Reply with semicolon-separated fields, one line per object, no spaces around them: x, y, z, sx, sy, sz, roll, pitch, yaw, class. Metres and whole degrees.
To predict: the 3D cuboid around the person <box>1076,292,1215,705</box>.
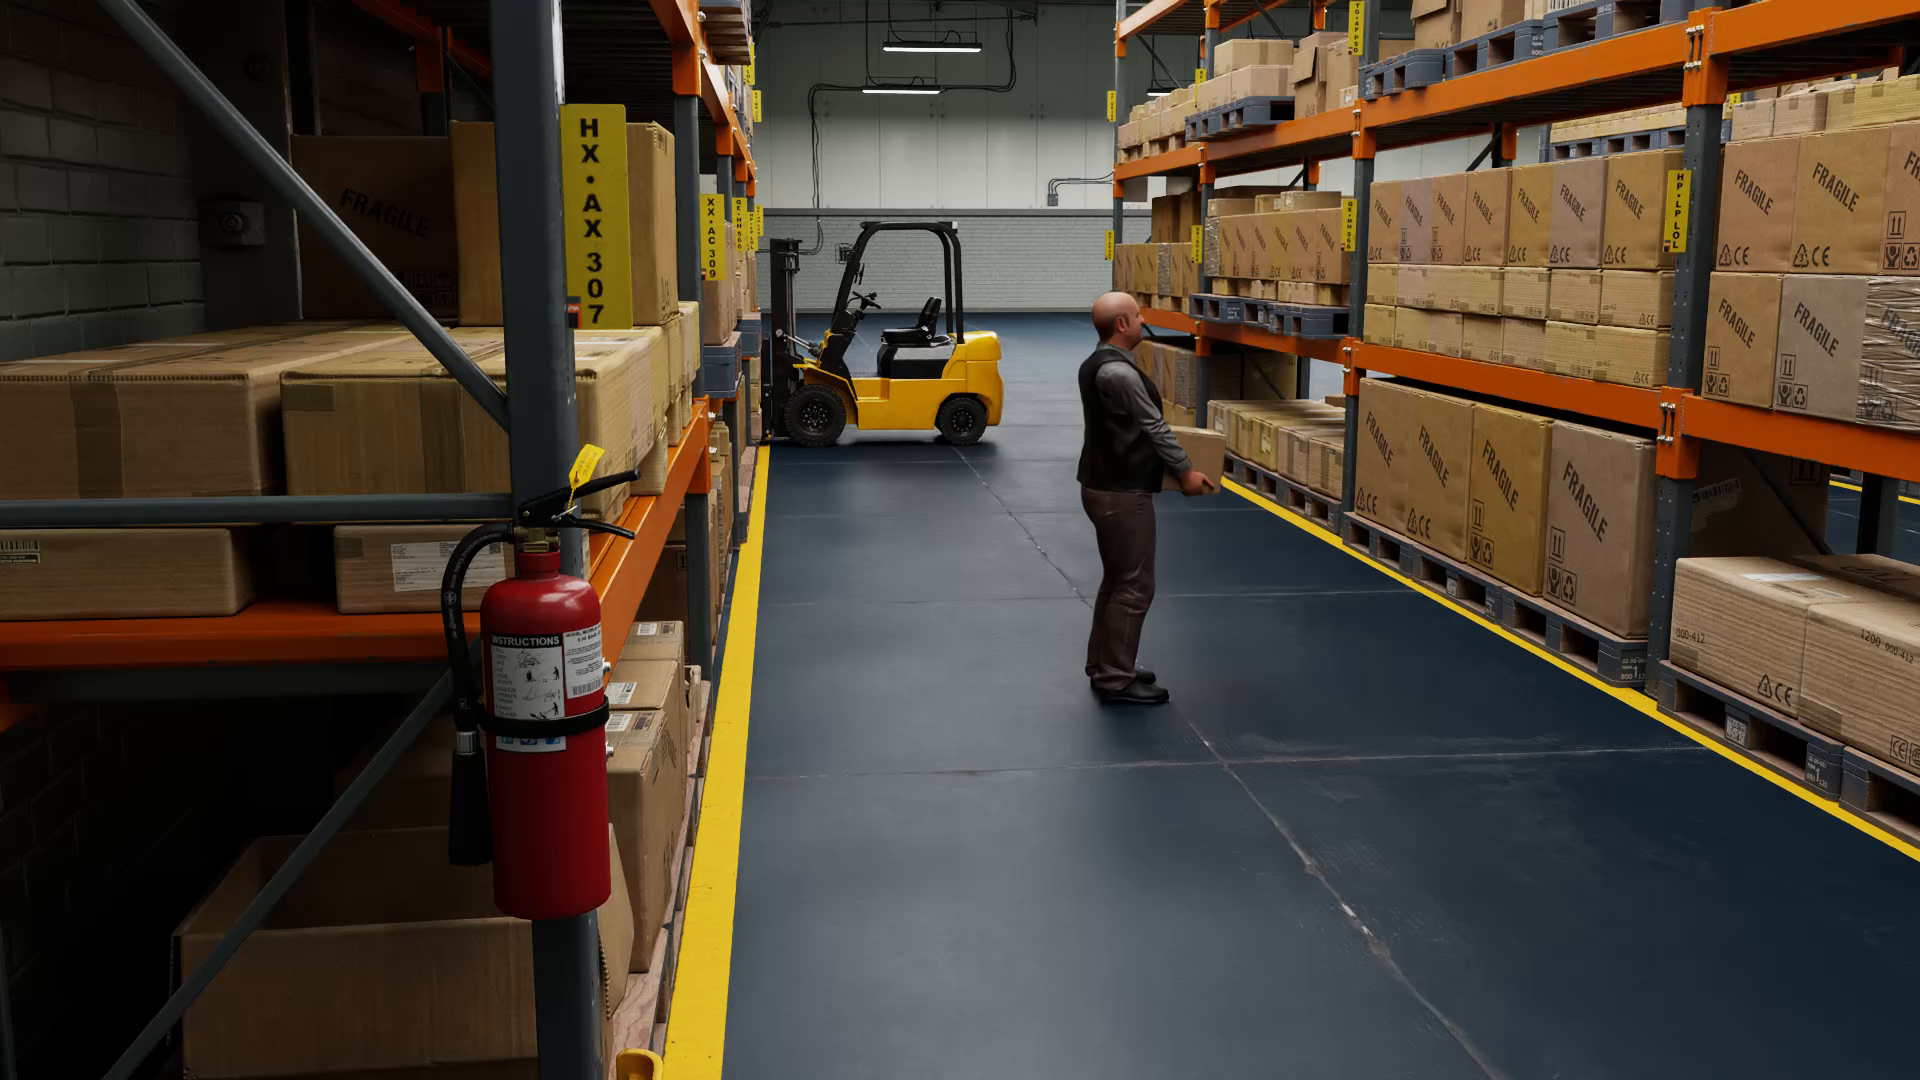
0.775;-0.186;7.058;0.546;1.717;0.495;-1;10;-5;person
